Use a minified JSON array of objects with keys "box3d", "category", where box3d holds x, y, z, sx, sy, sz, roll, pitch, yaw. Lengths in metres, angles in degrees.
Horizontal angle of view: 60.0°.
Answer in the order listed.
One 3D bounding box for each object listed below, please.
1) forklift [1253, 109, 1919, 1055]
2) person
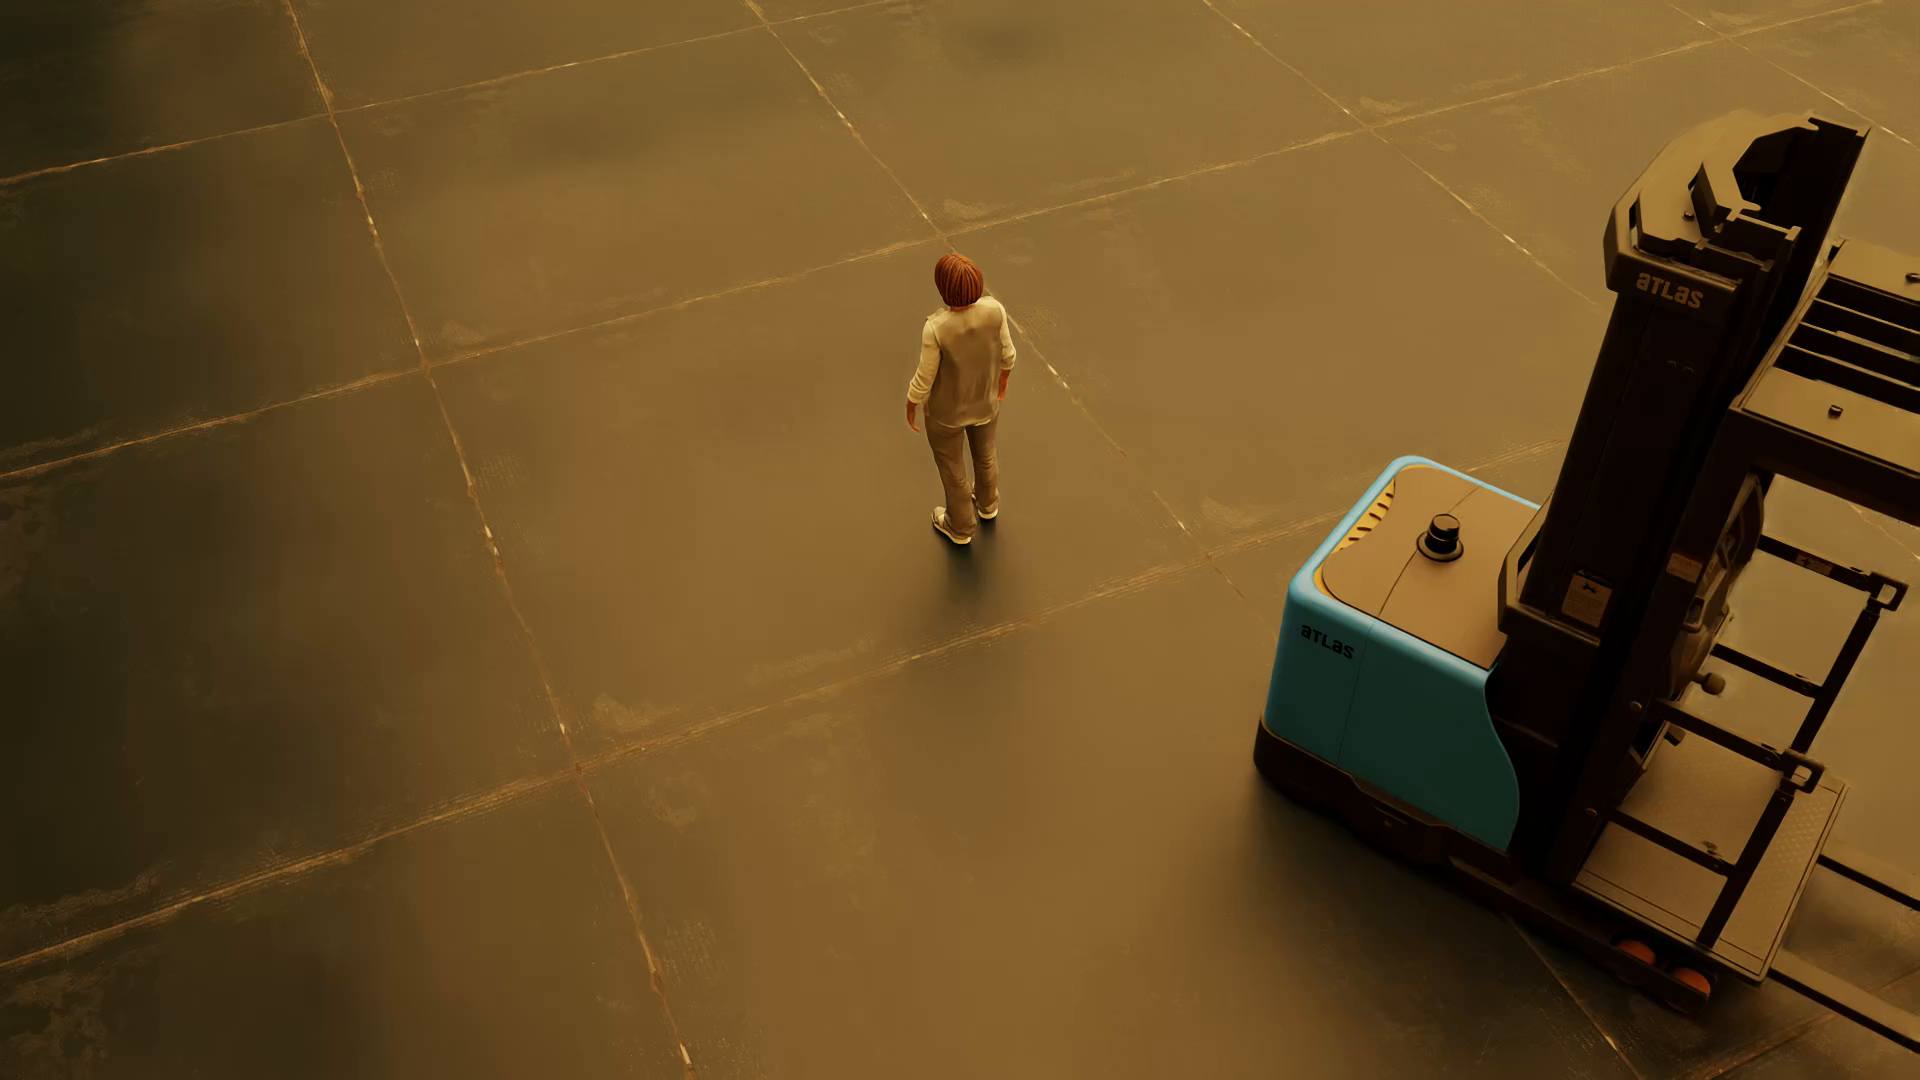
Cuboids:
[{"box3d":[2.680,0.214,5.450,3.031,2.935,1.130,27,49,26],"category":"forklift"},{"box3d":[-0.018,-0.640,7.332,0.520,1.599,0.473,-18,46,-18],"category":"person"}]
